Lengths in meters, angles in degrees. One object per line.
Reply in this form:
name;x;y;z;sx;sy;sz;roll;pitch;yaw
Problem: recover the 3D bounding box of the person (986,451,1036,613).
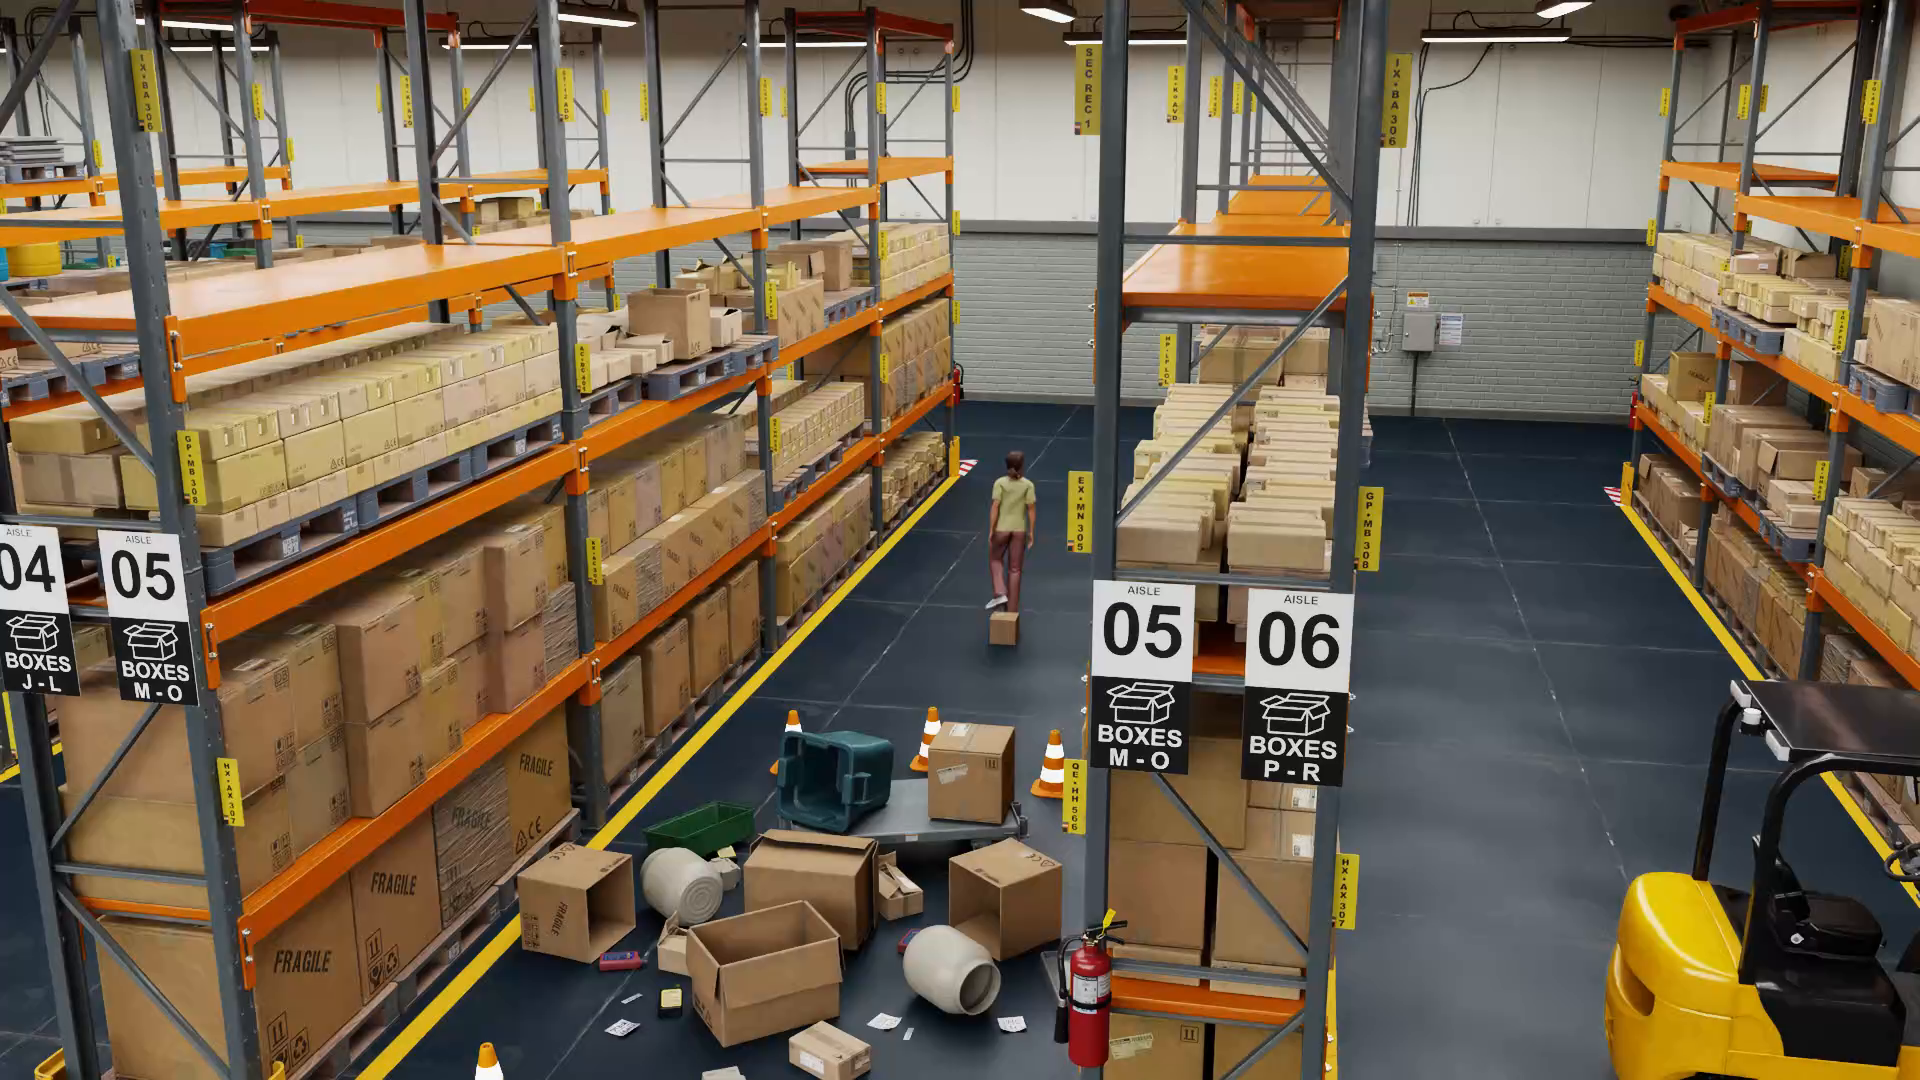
person;0.508;-0.062;16.558;0.498;1.657;0.455;-1;15;-2
